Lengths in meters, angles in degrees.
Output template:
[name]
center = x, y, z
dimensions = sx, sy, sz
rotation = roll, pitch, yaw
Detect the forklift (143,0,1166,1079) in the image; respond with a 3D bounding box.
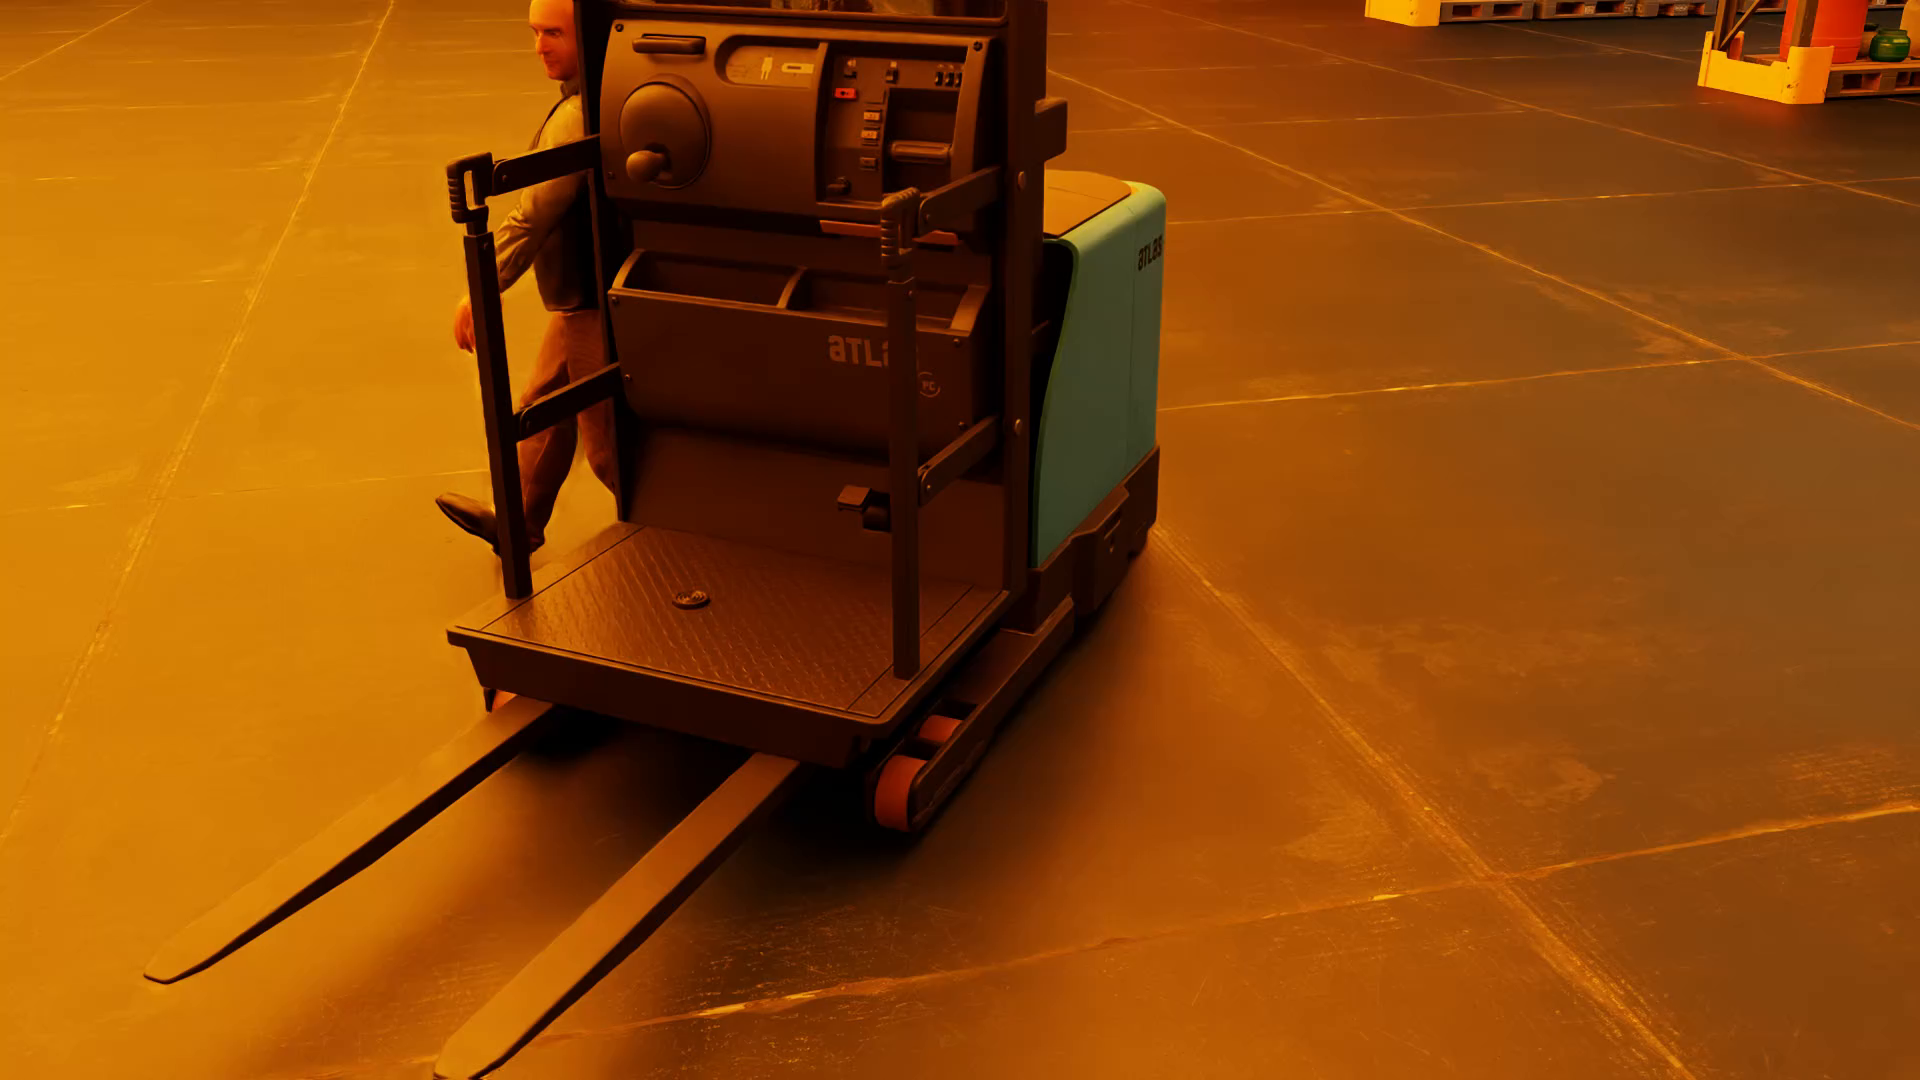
[forklift]
center = -0.460, -0.910, 3.447
dimensions = 1.130, 2.935, 3.031
rotation = 10, 25, 22

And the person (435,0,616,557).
[person]
center = -1.049, -0.661, 4.485
dimensions = 0.939, 1.653, 0.680
rotation = -1, 23, -3
